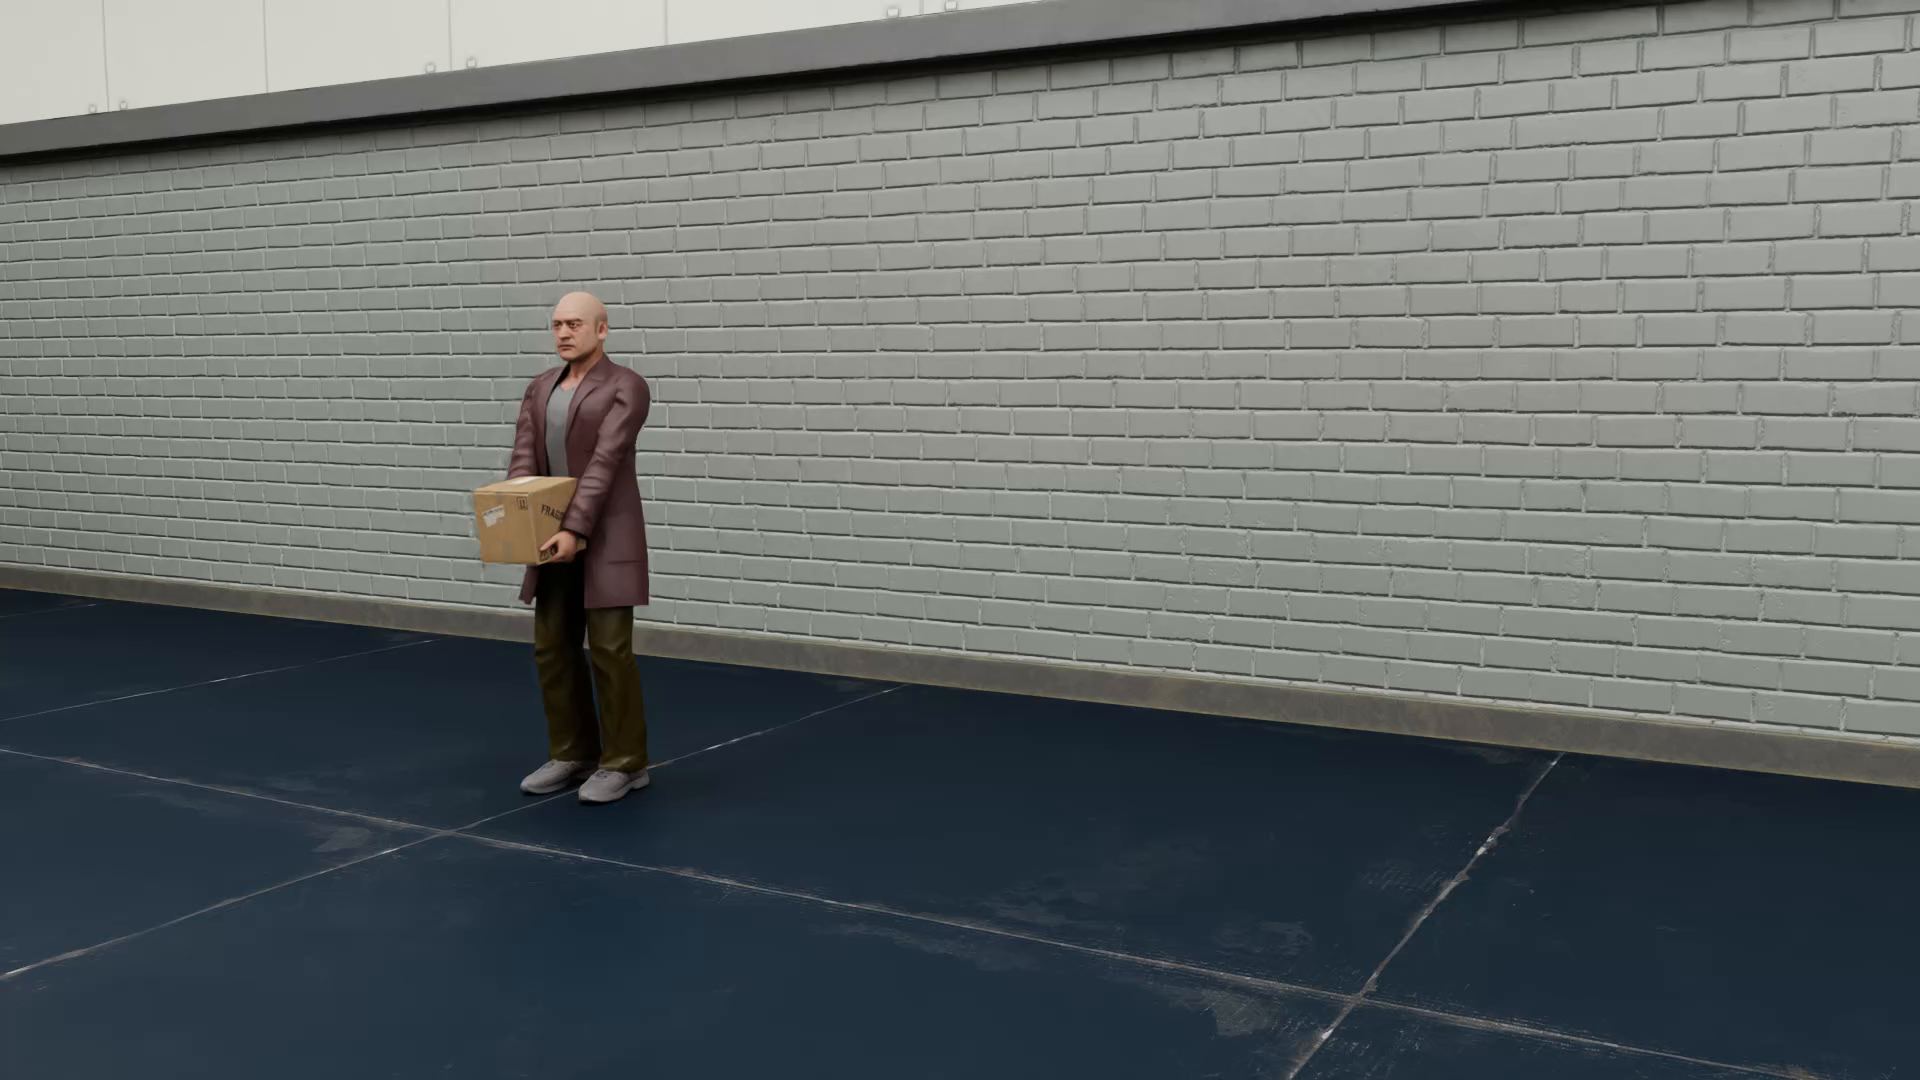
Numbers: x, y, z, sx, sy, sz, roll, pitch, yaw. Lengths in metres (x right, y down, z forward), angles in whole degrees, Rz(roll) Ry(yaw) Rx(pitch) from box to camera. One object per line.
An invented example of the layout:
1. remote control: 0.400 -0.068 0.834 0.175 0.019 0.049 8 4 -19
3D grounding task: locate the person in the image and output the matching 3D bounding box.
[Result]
1. person: -1.372 0.026 5.834 0.527 1.779 0.569 3 7 28
